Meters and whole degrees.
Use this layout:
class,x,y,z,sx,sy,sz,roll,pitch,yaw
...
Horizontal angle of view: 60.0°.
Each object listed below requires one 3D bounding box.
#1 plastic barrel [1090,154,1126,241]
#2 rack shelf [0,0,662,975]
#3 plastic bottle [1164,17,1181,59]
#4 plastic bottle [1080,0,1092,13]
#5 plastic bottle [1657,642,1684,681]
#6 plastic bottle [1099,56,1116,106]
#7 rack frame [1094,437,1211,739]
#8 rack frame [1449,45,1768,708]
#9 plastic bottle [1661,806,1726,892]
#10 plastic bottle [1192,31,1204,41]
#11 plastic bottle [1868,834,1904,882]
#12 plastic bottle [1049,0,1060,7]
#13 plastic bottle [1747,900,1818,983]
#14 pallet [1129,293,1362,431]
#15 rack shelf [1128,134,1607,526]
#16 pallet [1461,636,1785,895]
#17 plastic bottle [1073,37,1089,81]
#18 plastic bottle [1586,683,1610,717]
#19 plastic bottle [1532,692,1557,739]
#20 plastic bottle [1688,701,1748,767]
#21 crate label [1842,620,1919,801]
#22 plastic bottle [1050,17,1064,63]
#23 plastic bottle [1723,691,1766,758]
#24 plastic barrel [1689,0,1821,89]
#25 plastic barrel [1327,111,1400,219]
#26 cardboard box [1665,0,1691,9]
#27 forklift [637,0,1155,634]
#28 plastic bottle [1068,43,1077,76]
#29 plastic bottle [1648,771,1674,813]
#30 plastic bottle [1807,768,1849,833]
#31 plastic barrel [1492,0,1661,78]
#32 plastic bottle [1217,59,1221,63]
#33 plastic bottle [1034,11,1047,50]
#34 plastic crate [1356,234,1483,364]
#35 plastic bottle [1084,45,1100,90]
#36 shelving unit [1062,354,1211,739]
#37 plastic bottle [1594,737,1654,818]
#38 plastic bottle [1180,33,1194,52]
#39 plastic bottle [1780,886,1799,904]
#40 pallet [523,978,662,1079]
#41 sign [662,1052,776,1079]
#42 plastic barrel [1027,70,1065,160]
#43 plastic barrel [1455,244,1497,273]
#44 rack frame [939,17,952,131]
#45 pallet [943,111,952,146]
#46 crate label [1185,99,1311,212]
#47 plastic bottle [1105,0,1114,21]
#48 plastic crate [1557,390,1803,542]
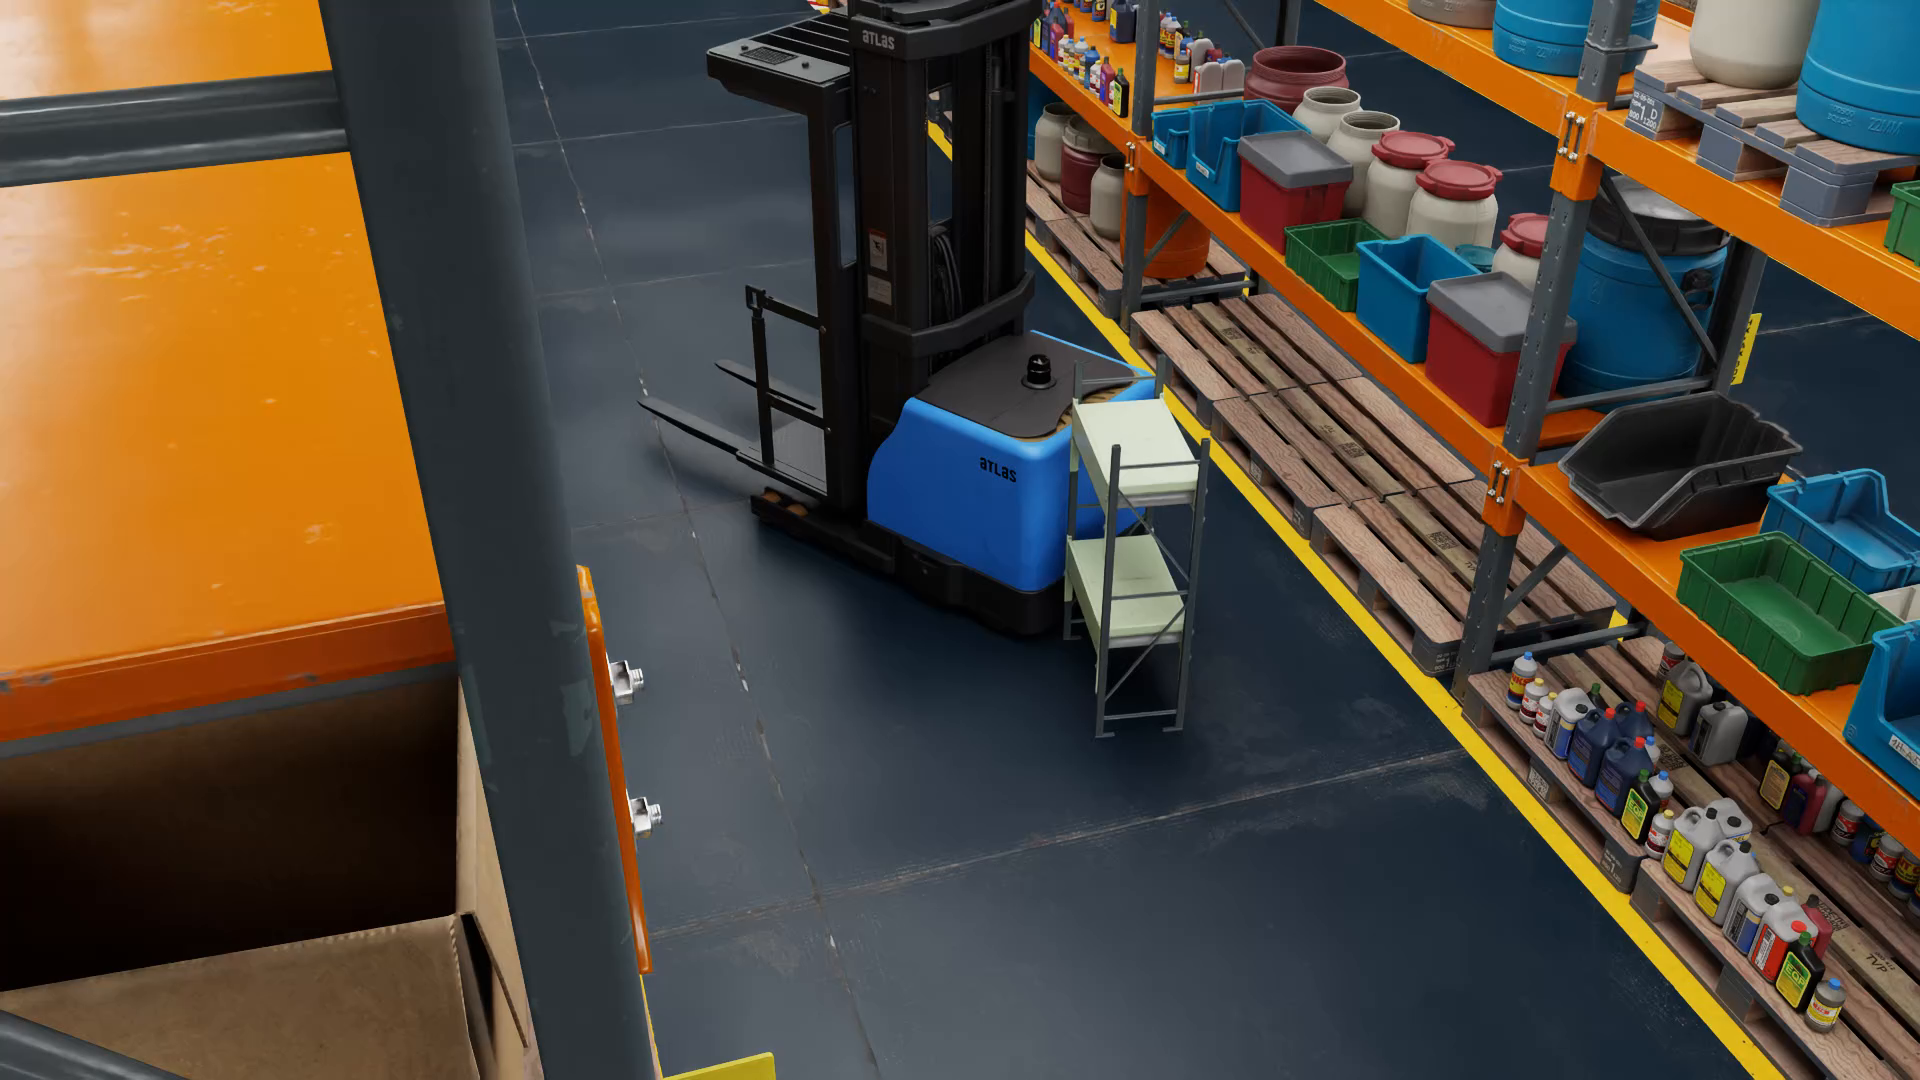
class,x,y,z,sx,sy,sz,roll,pitch,yaw
plastic barrel,1.113,-2.368,11.489,0.421,0.512,0.421,0,33,0
rack shelf,-1.353,-0.751,2.739,1.077,0.370,4.000,-10,35,-15
plastic bottle,1.450,-3.423,11.326,0.097,0.271,0.097,0,33,0
plastic bottle,0.937,-4.032,12.247,0.097,0.271,0.097,0,33,0
plastic bottle,3.163,0.526,7.372,0.097,0.201,0.097,0,33,0
plastic bottle,0.935,-2.909,10.537,0.061,0.283,0.133,-10,35,-15
rack frame,0.800,0.237,7.030,0.400,1.500,0.023,-4,34,-7
rack frame,2.756,-0.596,6.931,1.000,3.000,0.127,-10,35,-15
plastic bottle,2.794,1.142,6.305,0.144,0.351,0.185,-10,35,-15
plastic bottle,1.573,-3.250,11.053,0.061,0.283,0.133,-10,35,-15
plastic bottle,3.554,1.200,6.353,0.097,0.201,0.097,0,33,0
plastic bottle,0.653,-3.684,11.721,0.097,0.271,0.097,0,33,0
plastic bottle,2.947,1.430,5.937,0.152,0.276,0.135,-10,35,-14
pallet,1.735,-1.119,10.252,1.003,0.211,1.213,-10,35,-15
rack shelf,2.146,-1.346,8.718,1.077,0.370,4.000,-10,35,-15
pallet,2.921,0.927,7.155,1.003,0.211,1.213,-10,35,-15
plastic bottle,0.799,-3.172,10.946,0.097,0.271,0.097,0,33,0
plastic bottle,2.661,0.742,6.971,0.061,0.283,0.133,-10,35,-15
plastic bottle,2.497,0.736,7.054,0.097,0.201,0.097,0,33,0
plastic bottle,3.152,0.786,6.912,0.152,0.276,0.135,-10,35,-15
crate label,3.157,0.569,5.136,0.502,0.435,0.616,-10,35,-15
plastic bottle,0.657,-3.388,11.262,0.061,0.283,0.133,-10,35,-15
plastic bottle,3.285,0.716,6.949,0.144,0.351,0.185,-12,35,-17
plastic barrel,2.700,-1.810,5.565,0.421,0.512,0.421,0,33,0
plastic barrel,2.181,-2.017,8.980,0.421,0.512,0.421,0,33,0
cardboard box,5.558,-4.323,12.480,0.500,0.500,0.500,-11,35,-16
forklift,-0.483,-1.445,8.279,3.031,2.935,1.130,25,41,32
plastic bottle,0.769,-3.194,11.043,0.097,0.201,0.097,0,33,0
plastic bottle,2.745,1.023,6.557,0.097,0.271,0.097,0,33,0
plastic bottle,3.429,1.003,6.583,0.152,0.276,0.135,-9,35,-14
plastic barrel,2.394,-2.287,6.314,0.600,0.901,0.708,-10,35,-15
plastic bottle,1.672,-3.011,10.766,0.097,0.201,0.097,0,33,0
plastic bottle,0.560,-3.555,11.515,0.061,0.283,0.133,-10,35,-15
plastic crate,2.123,-1.116,7.732,0.392,0.384,0.575,-10,35,-15
plastic bottle,0.858,-3.070,10.792,0.097,0.271,0.097,0,33,0
shelving unit,0.748,0.038,7.332,0.431,1.500,0.755,-4,34,-7
plastic bottle,2.664,0.919,6.643,0.144,0.351,0.185,-11,35,-17
plastic bottle,1.503,-3.222,11.022,0.097,0.271,0.097,0,33,0
plastic bottle,3.018,1.357,6.114,0.097,0.201,0.097,0,33,0
pallet,-0.934,0.745,2.261,1.003,0.211,1.213,-10,35,-15
sign,-0.212,0.596,1.542,0.100,0.325,0.005,-10,35,-15
plastic barrel,0.681,-3.435,12.751,0.600,0.901,0.708,-10,35,-15
plastic barrel,2.498,-1.259,8.059,0.301,0.262,0.301,0,33,0
rack frame,0.315,-4.796,13.287,1.000,3.000,0.127,-10,35,-15
pallet,0.511,-3.220,13.432,1.003,0.211,1.213,-10,35,-15
crate label,1.581,-2.143,9.241,0.502,0.435,0.616,-10,35,-15
plastic bottle,1.120,-3.943,12.108,0.152,0.276,0.135,-10,35,-15
plastic crate,2.794,-0.274,6.499,0.767,0.338,0.504,-10,35,-15
